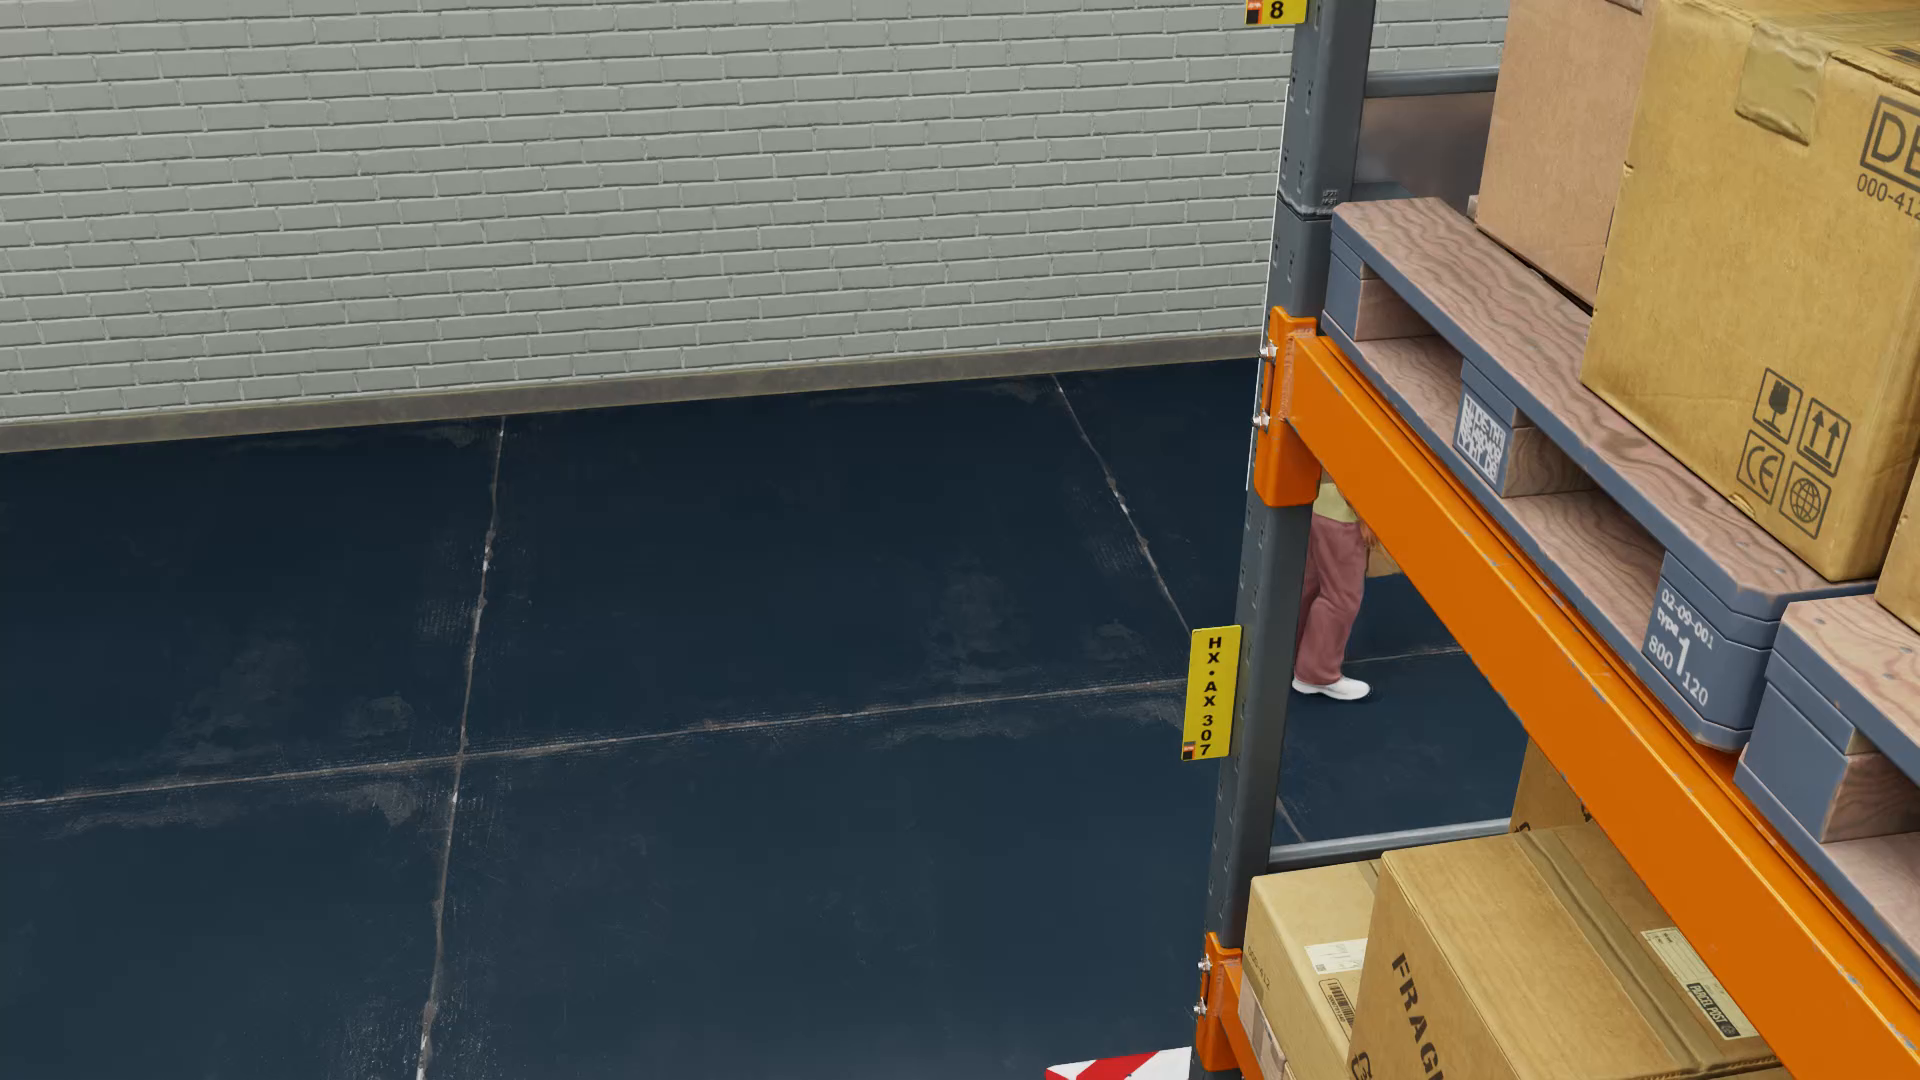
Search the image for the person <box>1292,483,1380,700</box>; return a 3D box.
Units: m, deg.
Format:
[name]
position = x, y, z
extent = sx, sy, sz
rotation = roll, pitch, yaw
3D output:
[person]
position = 1.446, -0.133, 6.358
extent = 0.433, 1.669, 0.473
rotation = 6, 31, 9
